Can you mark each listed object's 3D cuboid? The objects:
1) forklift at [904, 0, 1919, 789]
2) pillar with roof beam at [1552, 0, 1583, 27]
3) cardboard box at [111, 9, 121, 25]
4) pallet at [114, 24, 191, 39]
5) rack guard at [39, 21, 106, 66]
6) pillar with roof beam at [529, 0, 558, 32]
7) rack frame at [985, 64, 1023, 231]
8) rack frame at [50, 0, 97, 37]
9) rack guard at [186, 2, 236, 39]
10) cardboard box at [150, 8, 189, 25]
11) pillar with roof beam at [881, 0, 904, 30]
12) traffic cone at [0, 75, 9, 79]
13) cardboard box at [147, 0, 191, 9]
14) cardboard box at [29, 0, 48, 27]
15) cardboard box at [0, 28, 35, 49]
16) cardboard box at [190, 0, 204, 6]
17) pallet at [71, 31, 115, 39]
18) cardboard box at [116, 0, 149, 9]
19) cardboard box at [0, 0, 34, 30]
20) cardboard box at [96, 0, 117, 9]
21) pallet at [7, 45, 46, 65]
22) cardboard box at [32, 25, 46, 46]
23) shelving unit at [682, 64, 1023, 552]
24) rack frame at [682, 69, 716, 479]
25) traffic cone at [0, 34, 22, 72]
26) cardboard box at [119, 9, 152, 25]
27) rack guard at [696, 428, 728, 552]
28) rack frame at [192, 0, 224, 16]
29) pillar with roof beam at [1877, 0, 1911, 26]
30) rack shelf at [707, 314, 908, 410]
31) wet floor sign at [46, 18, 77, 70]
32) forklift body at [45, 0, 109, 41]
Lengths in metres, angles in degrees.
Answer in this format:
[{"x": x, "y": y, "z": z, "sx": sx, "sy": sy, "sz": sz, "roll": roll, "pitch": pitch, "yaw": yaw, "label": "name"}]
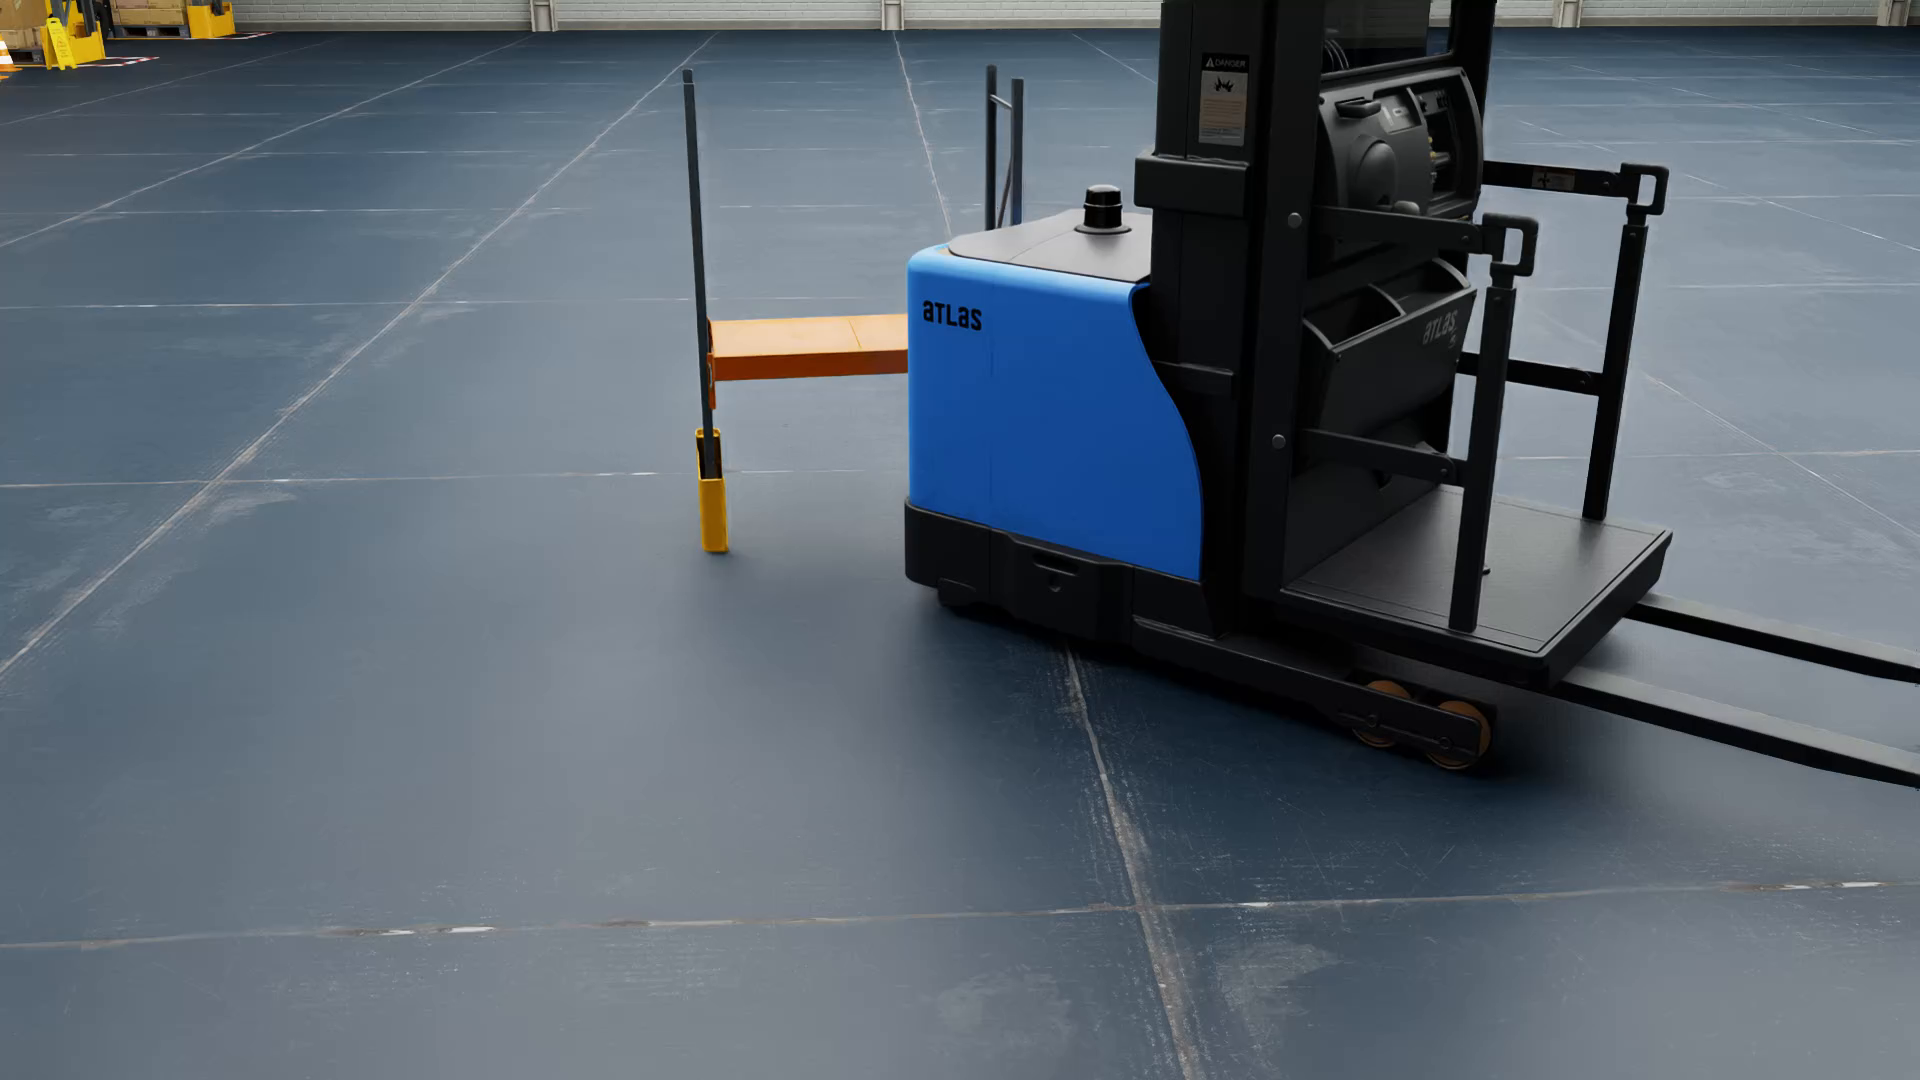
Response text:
[{"x": 1.309, "y": -1.014, "z": 4.165, "sx": 3.031, "sy": 2.935, "sz": 1.130, "roll": 15, "pitch": 26, "yaw": 35, "label": "forklift"}, {"x": 11.052, "y": -11.836, "z": 24.062, "sx": 0.400, "sy": 9.000, "sz": 9.100, "roll": -1, "pitch": 21, "yaw": -3, "label": "pillar with roof beam"}, {"x": -13.856, "y": -8.544, "z": 27.121, "sx": 0.500, "sy": 0.250, "sz": 0.500, "roll": -1, "pitch": 21, "yaw": -2, "label": "cardboard box"}, {"x": -13.169, "y": -8.435, "z": 27.478, "sx": 1.213, "sy": 0.211, "sz": 1.003, "roll": -1, "pitch": 21, "yaw": -3, "label": "pallet"}, {"x": -12.197, "y": -6.835, "z": 22.872, "sx": 0.348, "sy": 0.500, "sz": 1.175, "roll": -1, "pitch": 21, "yaw": -3, "label": "rack guard"}, {"x": -6.918, "y": -11.470, "z": 23.102, "sx": 0.400, "sy": 9.000, "sz": 9.100, "roll": -1, "pitch": 21, "yaw": -3, "label": "pillar with roof beam"}, {"x": 0.143, "y": -0.826, "z": 5.681, "sx": 0.032, "sy": 1.500, "sz": 0.500, "roll": -3, "pitch": 21, "yaw": -9, "label": "rack frame"}, {"x": -12.121, "y": -8.005, "z": 22.431, "sx": 0.127, "sy": 3.000, "sz": 1.000, "roll": -1, "pitch": 21, "yaw": -3, "label": "rack frame"}, {"x": -12.384, "y": -8.600, "z": 27.508, "sx": 0.348, "sy": 0.500, "sz": 1.175, "roll": -1, "pitch": 21, "yaw": -3, "label": "rack guard"}, {"x": -12.859, "y": -8.558, "z": 27.157, "sx": 0.500, "sy": 0.250, "sz": 0.500, "roll": -1, "pitch": 21, "yaw": -3, "label": "cardboard box"}, {"x": -0.928, "y": -11.592, "z": 23.422, "sx": 0.400, "sy": 9.000, "sz": 9.100, "roll": -1, "pitch": 21, "yaw": -3, "label": "pillar with roof beam"}, {"x": -12.074, "y": -5.965, "z": 20.638, "sx": 0.334, "sy": 0.463, "sz": 0.336, "roll": -1, "pitch": 21, "yaw": -3, "label": "traffic cone"}, {"x": -12.876, "y": -8.792, "z": 27.070, "sx": 0.500, "sy": 0.250, "sz": 0.500, "roll": -1, "pitch": 21, "yaw": -4, "label": "cardboard box"}, {"x": -12.966, "y": -7.348, "z": 22.925, "sx": 0.500, "sy": 0.500, "sz": 0.500, "roll": -2, "pitch": 21, "yaw": -5, "label": "cardboard box"}, {"x": -12.936, "y": -6.804, "z": 22.550, "sx": 0.500, "sy": 0.250, "sz": 0.500, "roll": -1, "pitch": 21, "yaw": -3, "label": "cardboard box"}, {"x": -12.889, "y": -8.977, "z": 27.556, "sx": 0.500, "sy": 0.250, "sz": 0.500, "roll": -1, "pitch": 21, "yaw": -2, "label": "cardboard box"}, {"x": -14.384, "y": -8.411, "z": 27.416, "sx": 1.213, "sy": 0.211, "sz": 1.003, "roll": -1, "pitch": 21, "yaw": -3, "label": "pallet"}, {"x": -13.377, "y": -8.786, "z": 27.053, "sx": 0.500, "sy": 0.250, "sz": 0.500, "roll": -1, "pitch": 21, "yaw": -4, "label": "cardboard box"}, {"x": -12.906, "y": -7.158, "z": 22.426, "sx": 0.500, "sy": 0.500, "sz": 0.500, "roll": -1, "pitch": 21, "yaw": -3, "label": "cardboard box"}, {"x": -13.892, "y": -8.768, "z": 27.006, "sx": 0.500, "sy": 0.250, "sz": 0.500, "roll": -2, "pitch": 21, "yaw": -4, "label": "cardboard box"}, {"x": -13.010, "y": -6.696, "z": 22.913, "sx": 1.213, "sy": 0.211, "sz": 1.003, "roll": -1, "pitch": 21, "yaw": -3, "label": "pallet"}, {"x": -12.942, "y": -6.998, "z": 23.060, "sx": 0.500, "sy": 0.250, "sz": 0.500, "roll": -1, "pitch": 21, "yaw": -3, "label": "cardboard box"}, {"x": -0.368, "y": -0.796, "z": 5.603, "sx": 1.083, "sy": 1.500, "sz": 0.587, "roll": -3, "pitch": 21, "yaw": -9, "label": "shelving unit"}, {"x": -0.861, "y": -0.767, "z": 5.527, "sx": 0.032, "sy": 1.500, "sz": 0.500, "roll": -3, "pitch": 21, "yaw": -9, "label": "rack frame"}, {"x": -12.476, "y": -6.352, "z": 21.656, "sx": 0.334, "sy": 0.463, "sz": 0.336, "roll": -1, "pitch": 21, "yaw": -3, "label": "traffic cone"}, {"x": -13.356, "y": -8.551, "z": 27.139, "sx": 0.500, "sy": 0.250, "sz": 0.500, "roll": -1, "pitch": 21, "yaw": -3, "label": "cardboard box"}, {"x": -0.859, "y": -0.183, "z": 5.749, "sx": 0.087, "sy": 0.250, "sz": 0.587, "roll": -3, "pitch": 21, "yaw": -9, "label": "rack guard"}, {"x": -12.408, "y": -9.768, "z": 27.062, "sx": 0.127, "sy": 3.000, "sz": 1.000, "roll": -1, "pitch": 21, "yaw": -3, "label": "rack frame"}, {"x": 17.042, "y": -11.958, "z": 24.382, "sx": 0.400, "sy": 9.000, "sz": 9.100, "roll": -1, "pitch": 21, "yaw": -3, "label": "pillar with roof beam"}, {"x": -0.359, "y": -0.628, "z": 5.668, "sx": 1.000, "sy": 0.185, "sz": 0.538, "roll": -3, "pitch": 21, "yaw": -9, "label": "rack shelf"}, {"x": -11.870, "y": -6.528, "z": 21.862, "sx": 0.232, "sy": 0.644, "sz": 0.267, "roll": 6, "pitch": 22, "yaw": 16, "label": "wet floor sign"}, {"x": -14.197, "y": -8.685, "z": 25.410, "sx": 1.214, "sy": 2.155, "sz": 2.313, "roll": -1, "pitch": 21, "yaw": -3, "label": "forklift body"}]
